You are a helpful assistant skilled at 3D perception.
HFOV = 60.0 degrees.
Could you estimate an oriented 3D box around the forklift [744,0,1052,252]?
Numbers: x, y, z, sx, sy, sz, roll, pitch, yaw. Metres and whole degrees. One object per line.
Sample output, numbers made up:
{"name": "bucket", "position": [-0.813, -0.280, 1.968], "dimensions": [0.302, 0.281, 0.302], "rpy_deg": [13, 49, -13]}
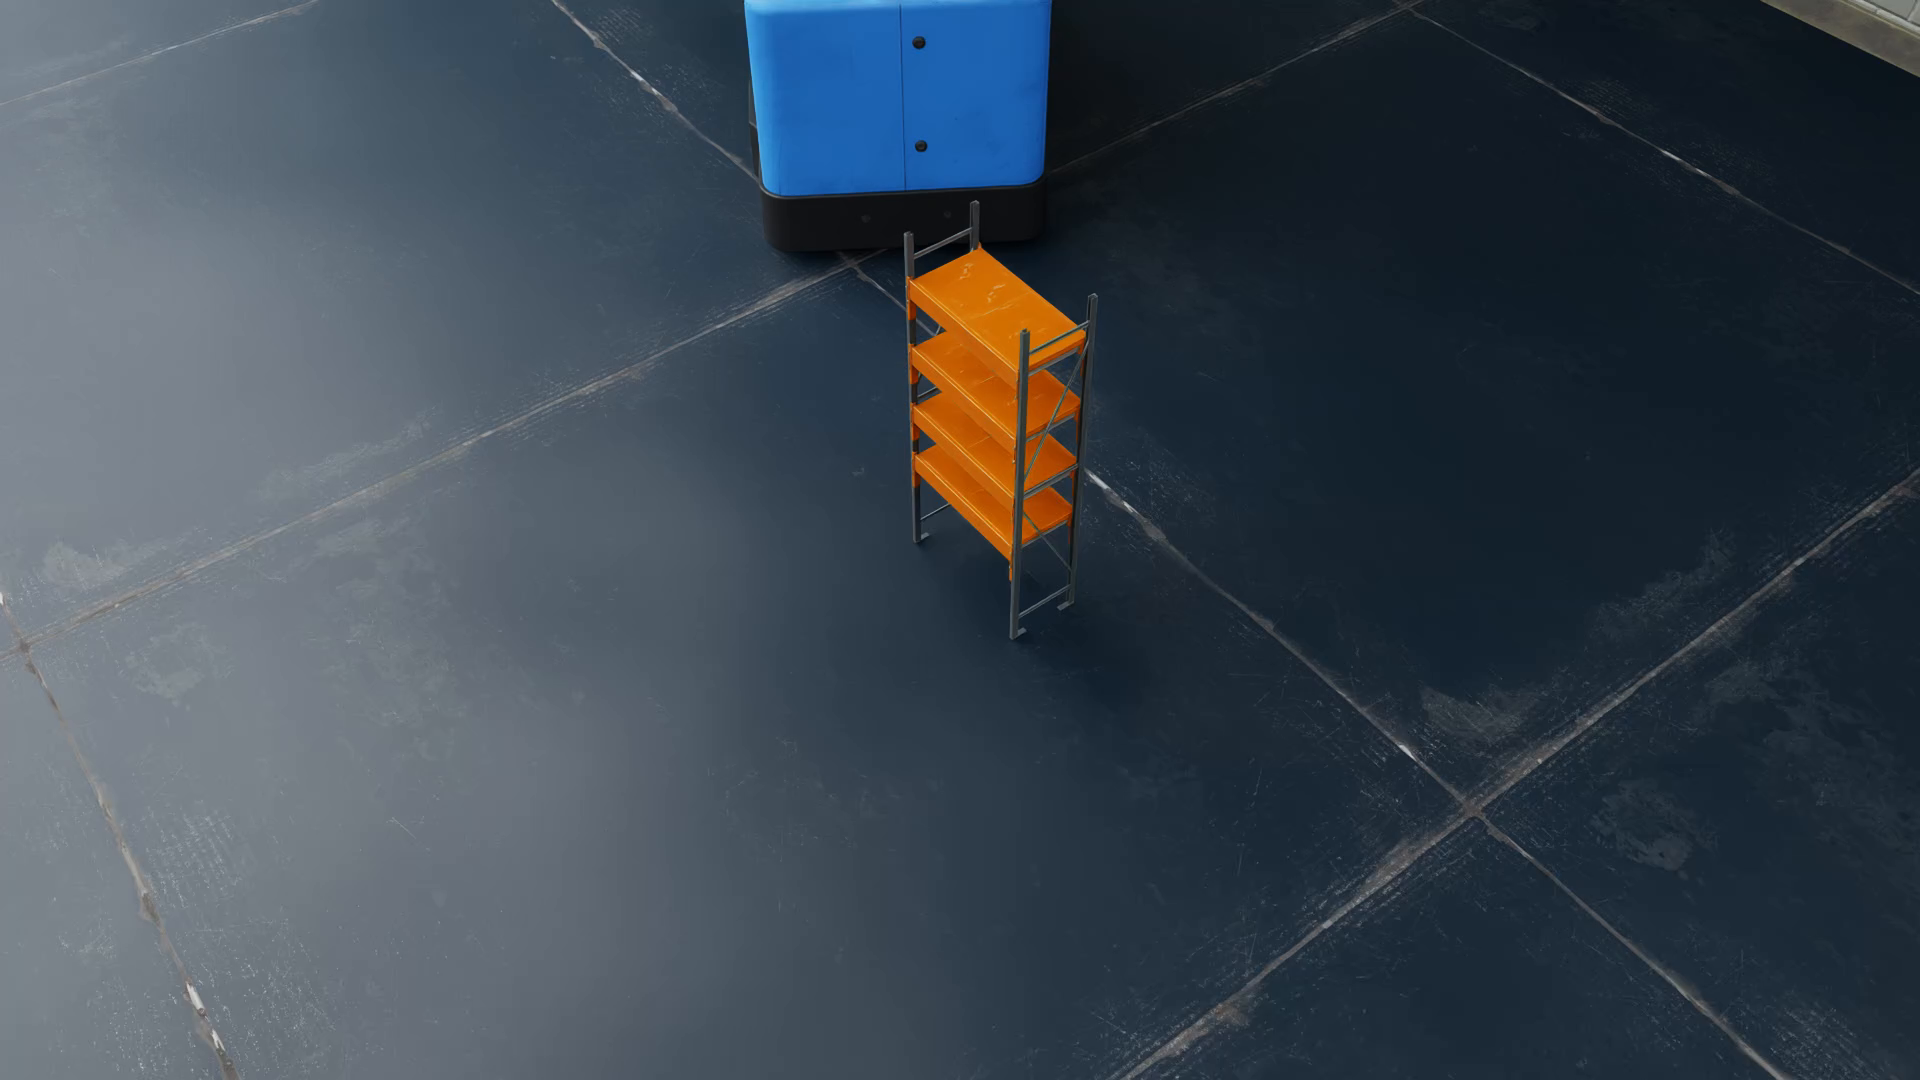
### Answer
{"name": "forklift", "position": [-0.315, -3.137, 6.115], "dimensions": [1.130, 2.935, 3.031], "rpy_deg": [-3, 48, -3]}

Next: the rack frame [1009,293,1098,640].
{"name": "rack frame", "position": [0.248, -0.162, 4.587], "dimensions": [0.240, 1.200, 0.015], "rpy_deg": [-29, 54, -24]}

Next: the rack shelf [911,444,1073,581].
{"name": "rack shelf", "position": [0.100, -0.127, 4.914], "dimensions": [0.258, 0.148, 0.480], "rpy_deg": [-29, 54, -24]}

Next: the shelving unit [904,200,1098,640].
{"name": "shelving unit", "position": [0.100, -0.305, 4.717], "dimensions": [0.258, 1.200, 0.503], "rpy_deg": [-29, 54, -24]}

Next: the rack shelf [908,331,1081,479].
{"name": "rack shelf", "position": [0.100, -0.410, 4.601], "dimensions": [0.258, 0.148, 0.480], "rpy_deg": [-29, 54, -24]}

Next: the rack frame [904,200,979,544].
{"name": "rack frame", "position": [-0.048, -0.449, 4.847], "dimensions": [0.240, 1.200, 0.015], "rpy_deg": [-29, 54, -24]}

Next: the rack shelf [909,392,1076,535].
{"name": "rack shelf", "position": [0.100, -0.260, 4.767], "dimensions": [0.258, 0.148, 0.480], "rpy_deg": [-29, 54, -24]}

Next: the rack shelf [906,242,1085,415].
{"name": "rack shelf", "position": [0.100, -0.569, 4.426], "dimensions": [0.258, 0.148, 0.480], "rpy_deg": [-29, 54, -24]}
